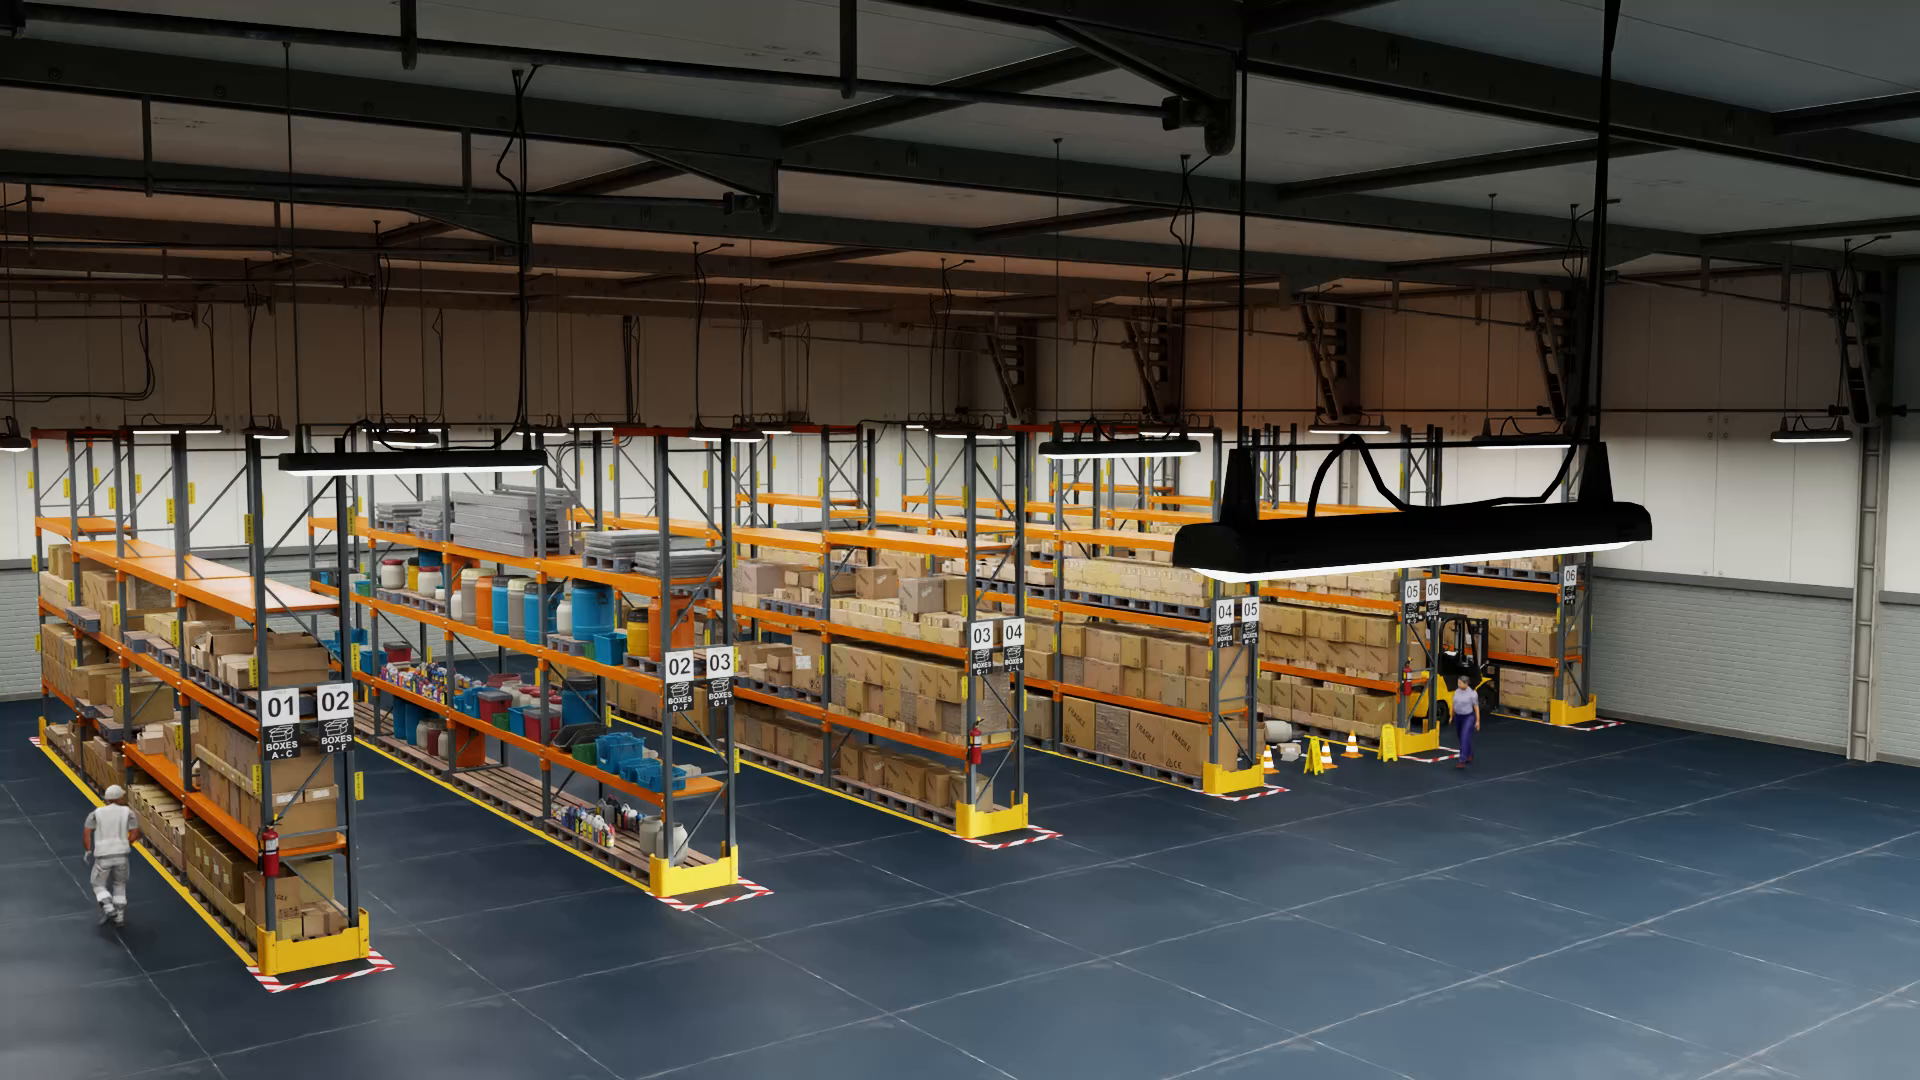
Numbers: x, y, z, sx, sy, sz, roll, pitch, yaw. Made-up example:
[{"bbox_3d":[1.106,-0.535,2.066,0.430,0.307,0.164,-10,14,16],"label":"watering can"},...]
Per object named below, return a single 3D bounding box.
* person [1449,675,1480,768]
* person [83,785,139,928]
[{"bbox_3d":[8.982,3.298,29.618,0.853,1.426,0.513,-3,5,-35],"label":"person"},{"bbox_3d":[-10.387,3.890,20.400,0.625,1.689,0.752,-3,5,-36],"label":"person"}]
